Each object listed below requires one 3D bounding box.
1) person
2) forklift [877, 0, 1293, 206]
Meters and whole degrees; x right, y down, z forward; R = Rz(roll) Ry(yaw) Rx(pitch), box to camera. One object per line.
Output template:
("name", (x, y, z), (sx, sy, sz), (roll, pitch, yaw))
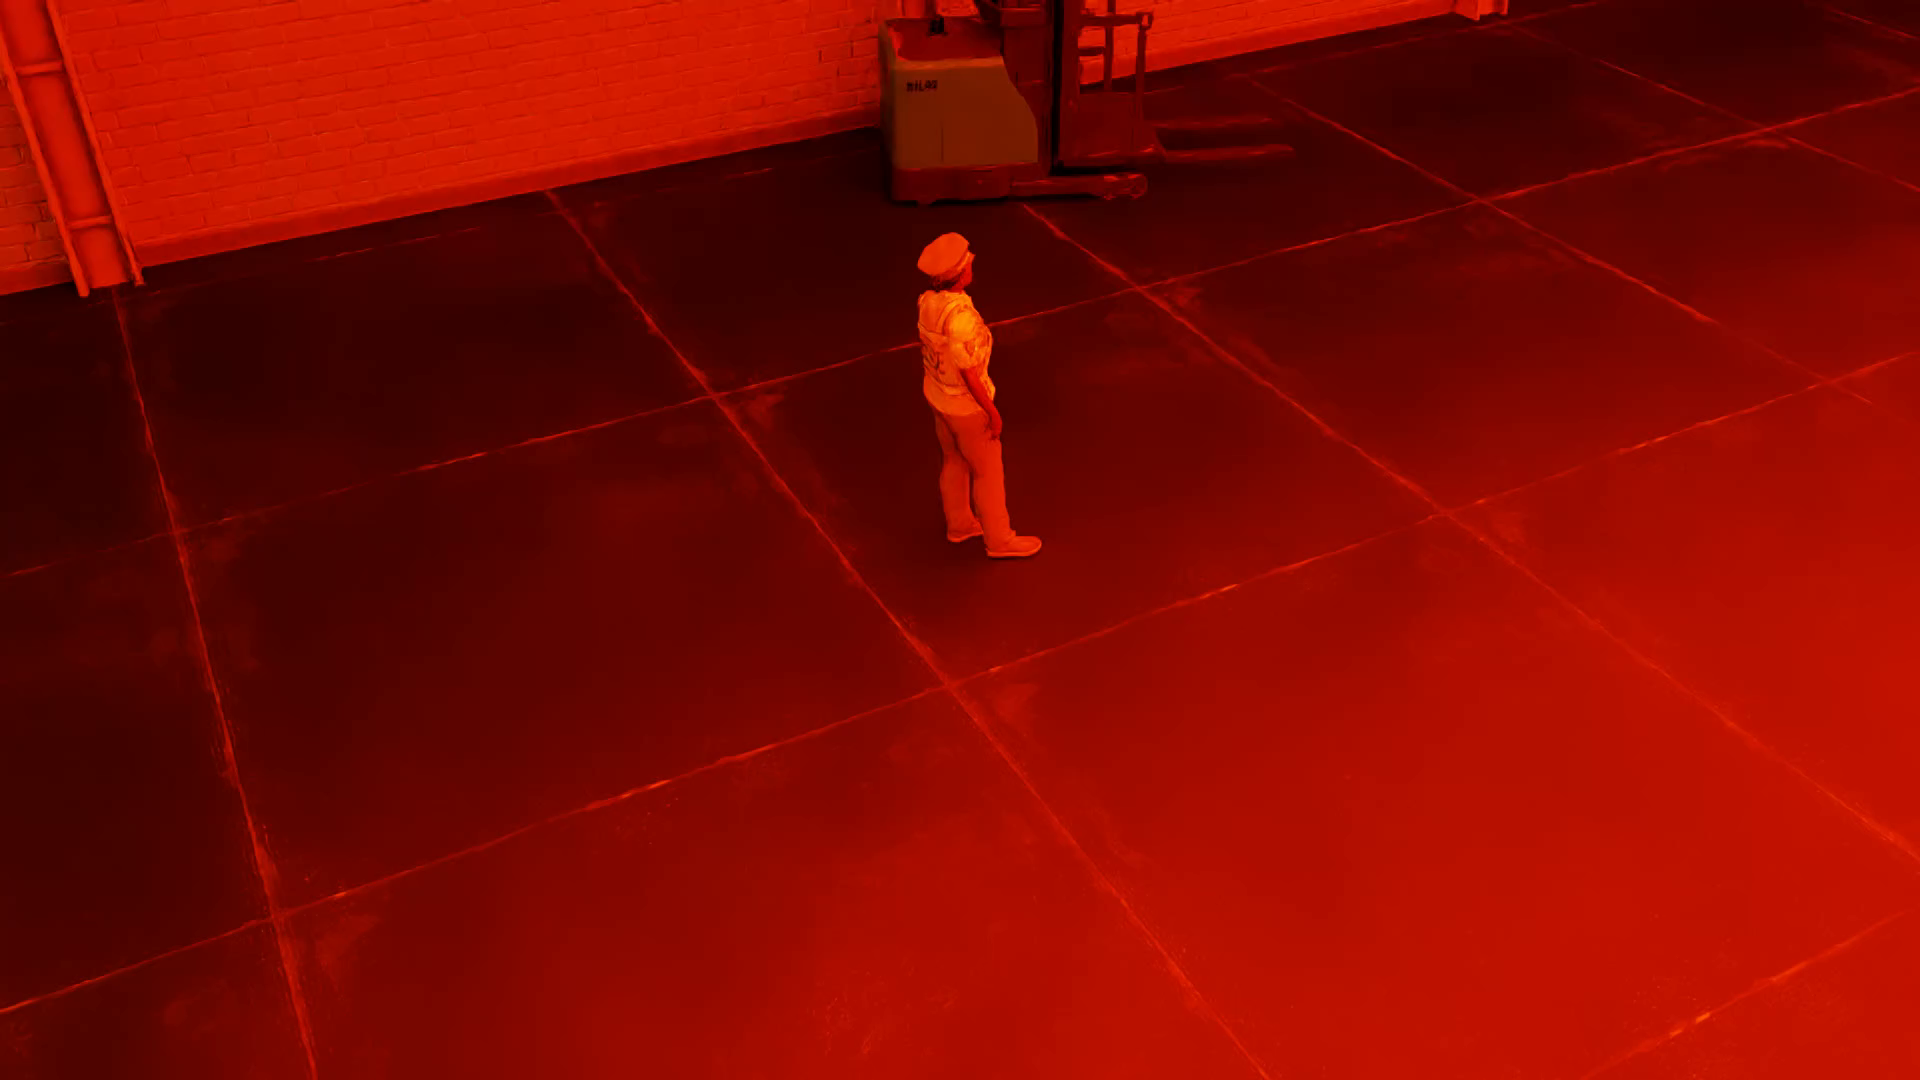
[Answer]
("person", (0.075, -0.709, 8.183), (0.529, 1.695, 0.570), (-17, 39, -23))
("forklift", (0.937, -3.998, 11.779), (3.031, 2.935, 1.130), (-5, 36, -7))
